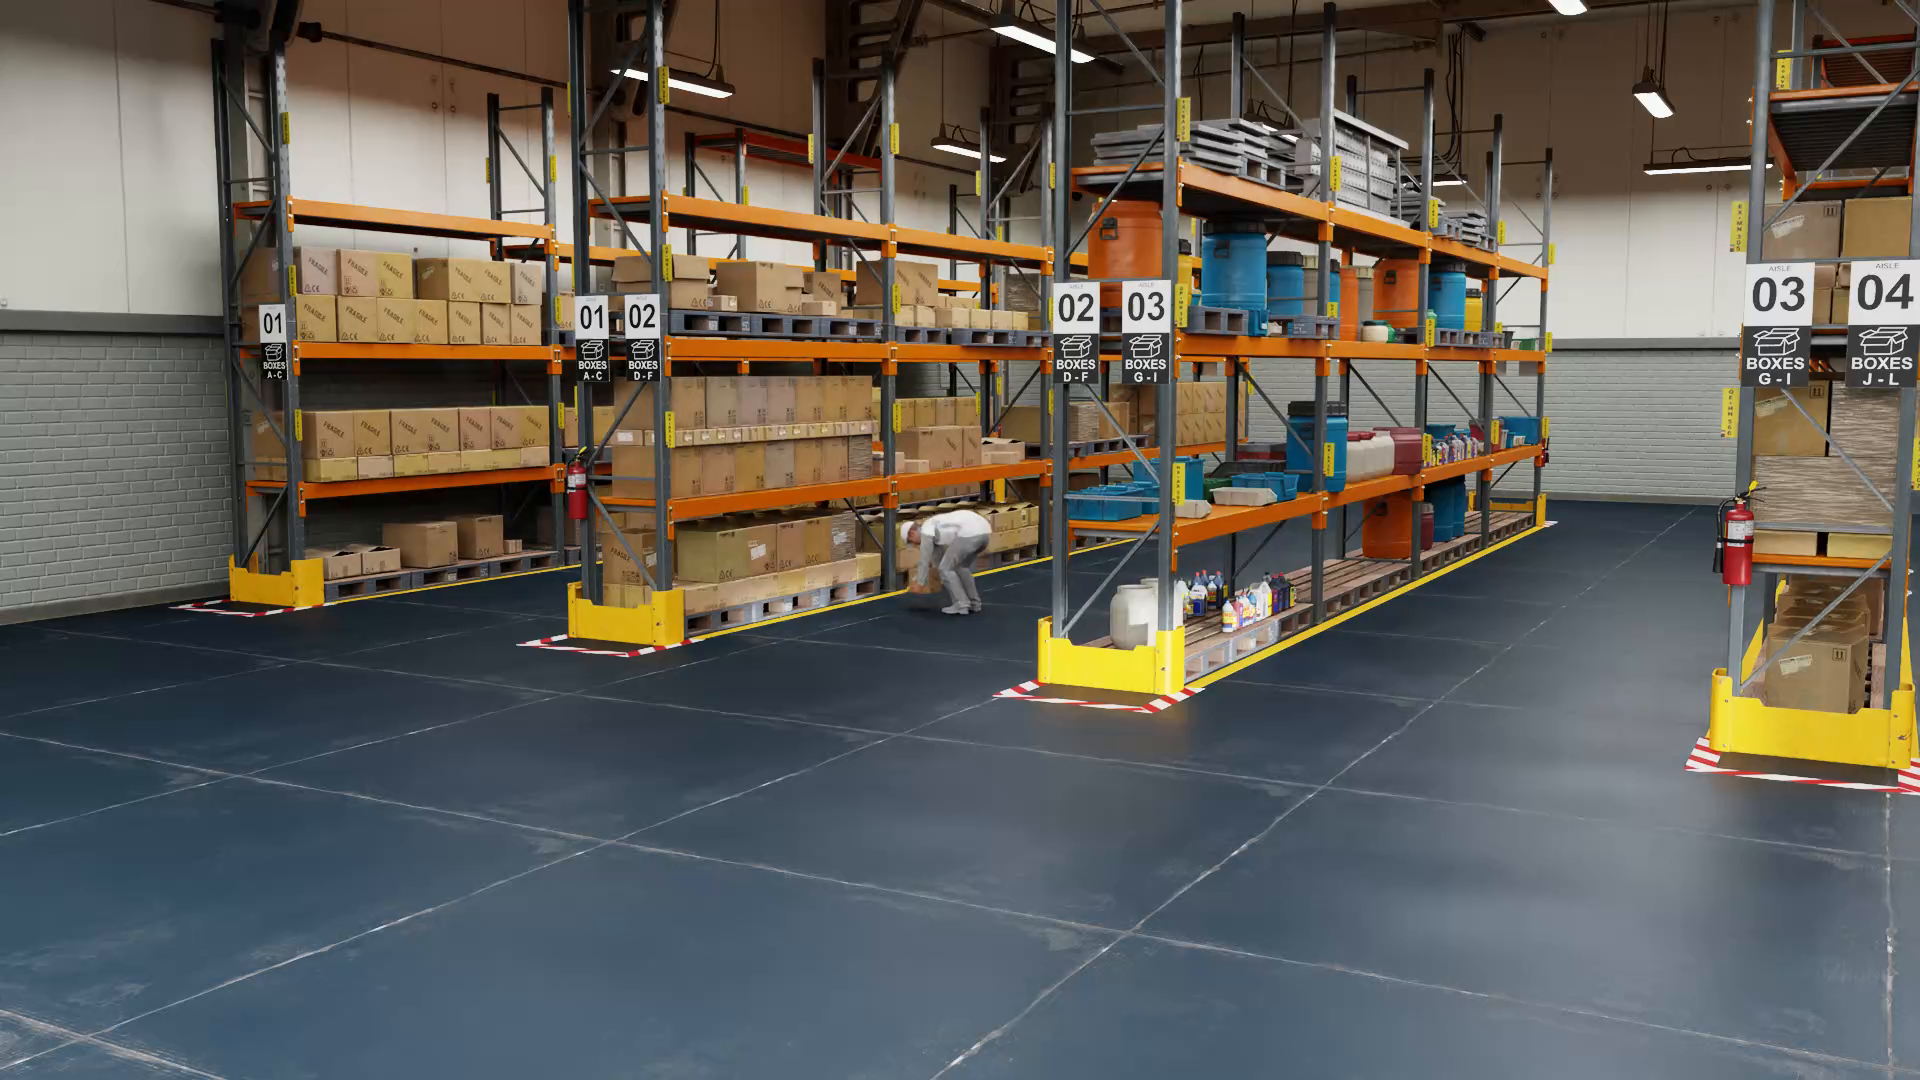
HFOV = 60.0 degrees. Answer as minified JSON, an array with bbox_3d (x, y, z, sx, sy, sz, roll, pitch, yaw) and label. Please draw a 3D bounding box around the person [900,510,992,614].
[{"bbox_3d":[-0.172,0.213,17.373,1.009,1.066,0.489,3,7,26],"label":"person"}]
